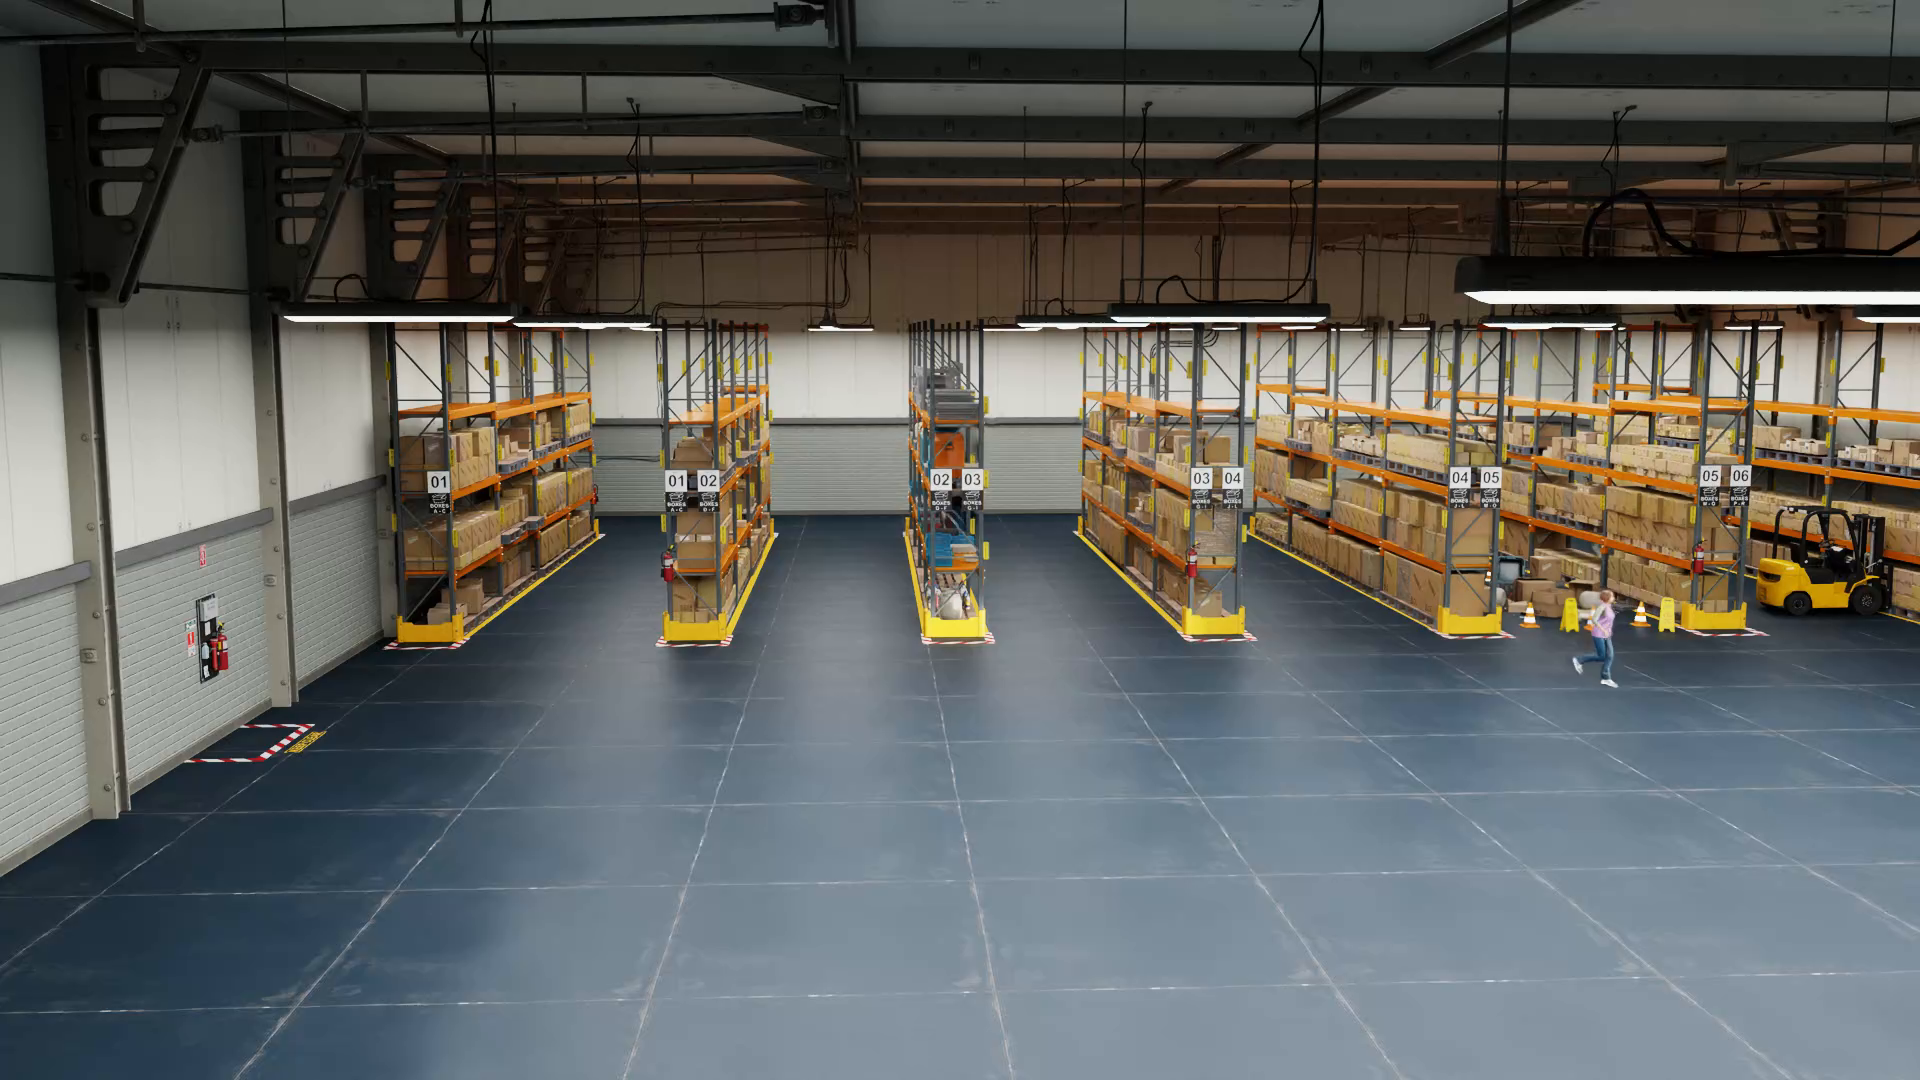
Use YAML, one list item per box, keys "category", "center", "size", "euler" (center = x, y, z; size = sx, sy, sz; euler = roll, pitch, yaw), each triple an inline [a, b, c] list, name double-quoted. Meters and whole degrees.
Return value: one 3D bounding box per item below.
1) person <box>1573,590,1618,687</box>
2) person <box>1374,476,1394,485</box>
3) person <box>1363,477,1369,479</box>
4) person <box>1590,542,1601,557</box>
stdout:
- category: "person"
  center: [10.497, 1.590, 27.346]
  size: [0.745, 1.582, 0.566]
  euler: [6, 9, 38]
- category: "person"
  center: [12.682, -1.382, 50.346]
  size: [0.735, 1.835, 0.654]
  euler: [-3, 8, -22]
- category: "person"
  center: [12.272, -1.118, 49.418]
  size: [0.782, 1.526, 0.593]
  euler: [1, 7, 5]
- category: "person"
  center: [15.719, -0.212, 41.053]
  size: [0.707, 1.794, 0.893]
  euler: [-1, 7, -11]
